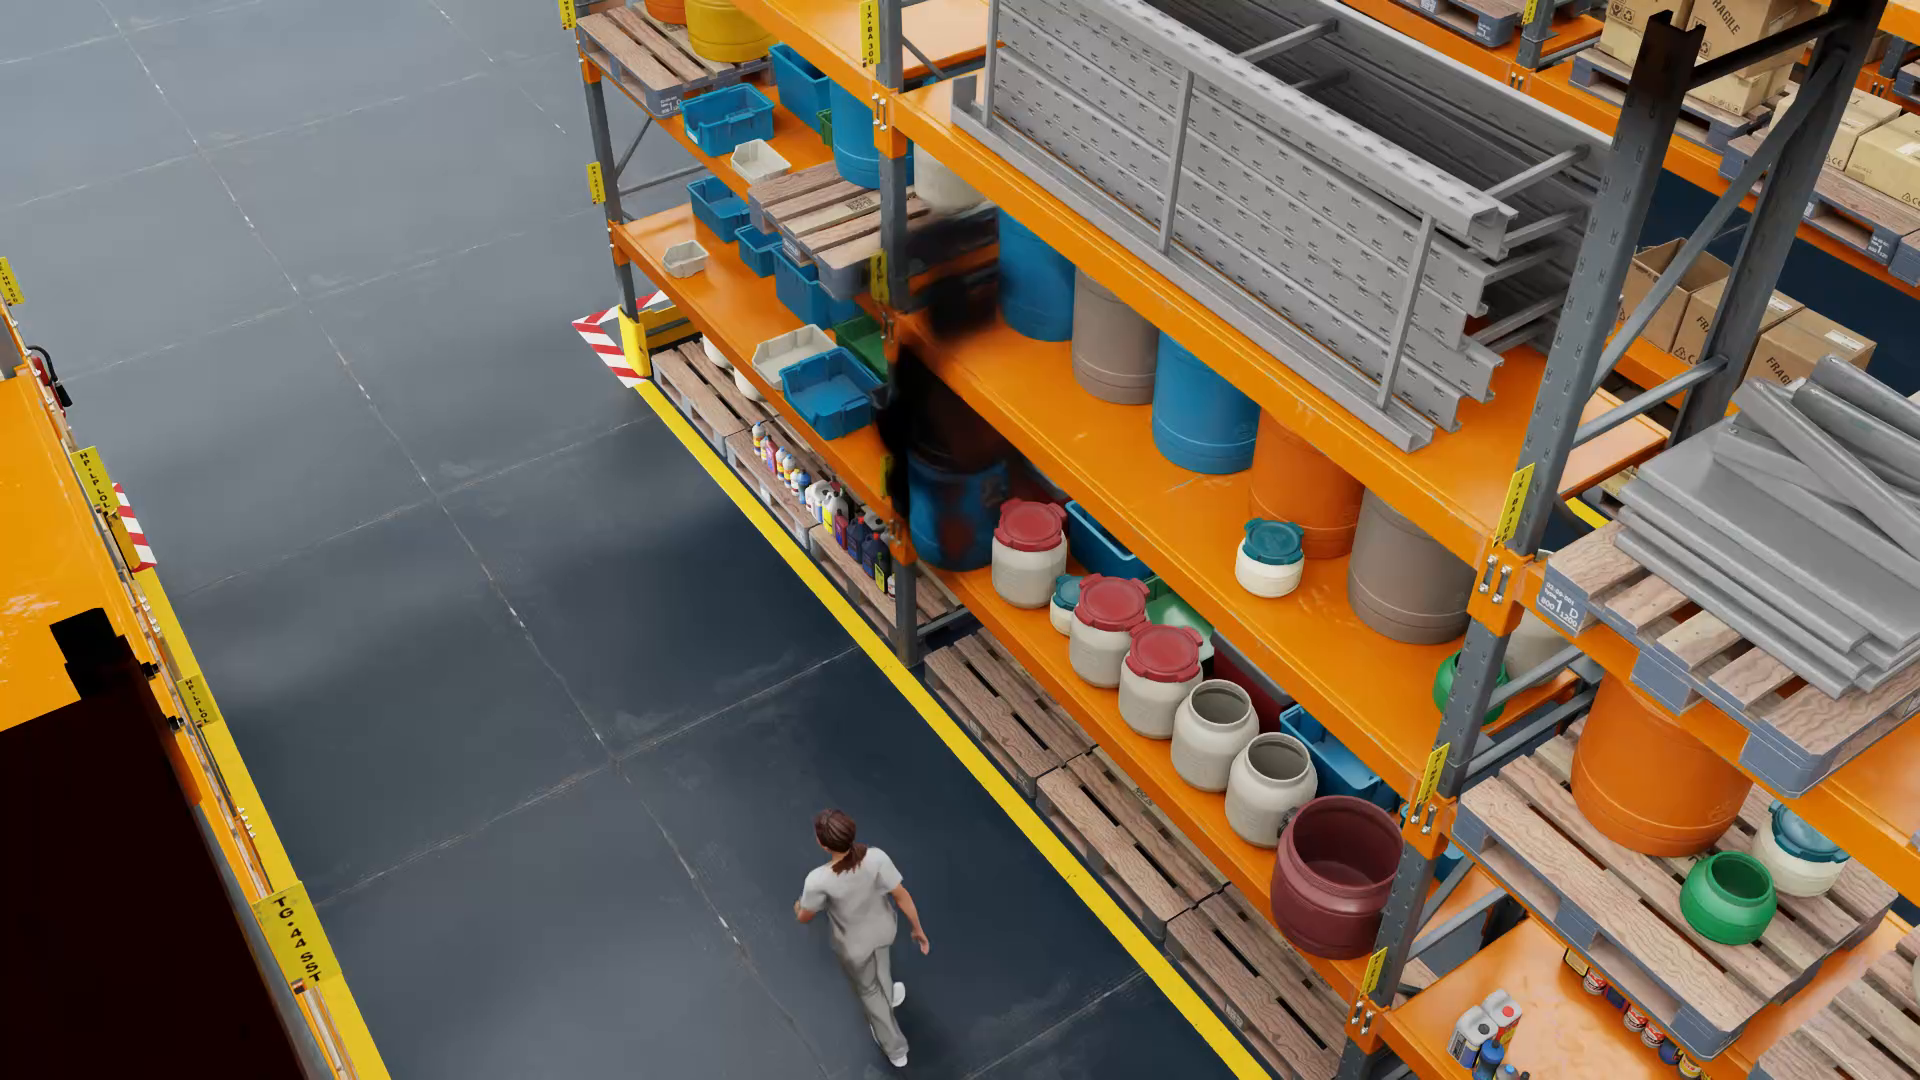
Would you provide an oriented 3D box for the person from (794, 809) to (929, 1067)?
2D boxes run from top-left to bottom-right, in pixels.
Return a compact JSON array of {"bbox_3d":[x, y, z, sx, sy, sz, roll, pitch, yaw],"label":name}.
[{"bbox_3d":[-0.506,1.988,8.391,0.559,1.615,0.700,-20,46,-20],"label":"person"}]
